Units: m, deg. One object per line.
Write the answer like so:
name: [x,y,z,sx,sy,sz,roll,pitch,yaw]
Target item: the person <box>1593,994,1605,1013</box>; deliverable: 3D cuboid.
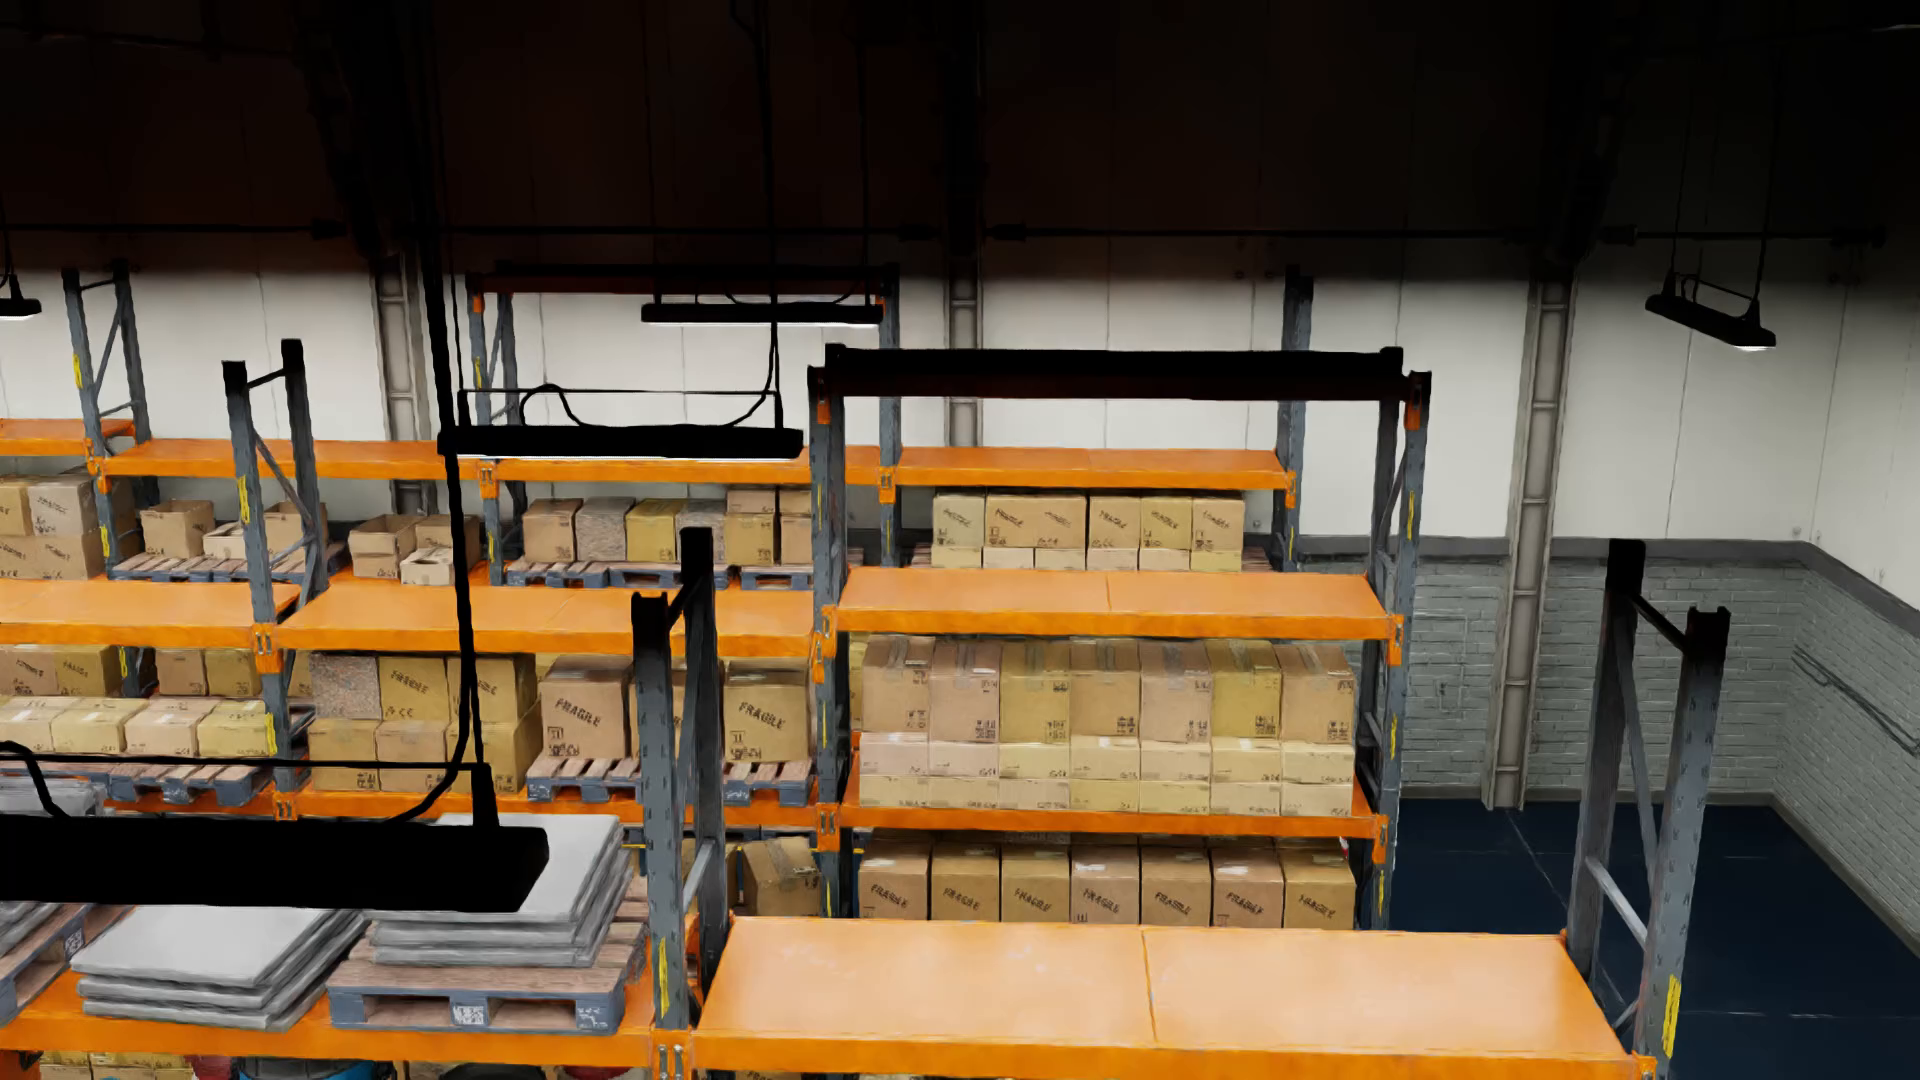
person: [4.432,4.022,11.912,0.572,1.567,0.416,7,18,23]
